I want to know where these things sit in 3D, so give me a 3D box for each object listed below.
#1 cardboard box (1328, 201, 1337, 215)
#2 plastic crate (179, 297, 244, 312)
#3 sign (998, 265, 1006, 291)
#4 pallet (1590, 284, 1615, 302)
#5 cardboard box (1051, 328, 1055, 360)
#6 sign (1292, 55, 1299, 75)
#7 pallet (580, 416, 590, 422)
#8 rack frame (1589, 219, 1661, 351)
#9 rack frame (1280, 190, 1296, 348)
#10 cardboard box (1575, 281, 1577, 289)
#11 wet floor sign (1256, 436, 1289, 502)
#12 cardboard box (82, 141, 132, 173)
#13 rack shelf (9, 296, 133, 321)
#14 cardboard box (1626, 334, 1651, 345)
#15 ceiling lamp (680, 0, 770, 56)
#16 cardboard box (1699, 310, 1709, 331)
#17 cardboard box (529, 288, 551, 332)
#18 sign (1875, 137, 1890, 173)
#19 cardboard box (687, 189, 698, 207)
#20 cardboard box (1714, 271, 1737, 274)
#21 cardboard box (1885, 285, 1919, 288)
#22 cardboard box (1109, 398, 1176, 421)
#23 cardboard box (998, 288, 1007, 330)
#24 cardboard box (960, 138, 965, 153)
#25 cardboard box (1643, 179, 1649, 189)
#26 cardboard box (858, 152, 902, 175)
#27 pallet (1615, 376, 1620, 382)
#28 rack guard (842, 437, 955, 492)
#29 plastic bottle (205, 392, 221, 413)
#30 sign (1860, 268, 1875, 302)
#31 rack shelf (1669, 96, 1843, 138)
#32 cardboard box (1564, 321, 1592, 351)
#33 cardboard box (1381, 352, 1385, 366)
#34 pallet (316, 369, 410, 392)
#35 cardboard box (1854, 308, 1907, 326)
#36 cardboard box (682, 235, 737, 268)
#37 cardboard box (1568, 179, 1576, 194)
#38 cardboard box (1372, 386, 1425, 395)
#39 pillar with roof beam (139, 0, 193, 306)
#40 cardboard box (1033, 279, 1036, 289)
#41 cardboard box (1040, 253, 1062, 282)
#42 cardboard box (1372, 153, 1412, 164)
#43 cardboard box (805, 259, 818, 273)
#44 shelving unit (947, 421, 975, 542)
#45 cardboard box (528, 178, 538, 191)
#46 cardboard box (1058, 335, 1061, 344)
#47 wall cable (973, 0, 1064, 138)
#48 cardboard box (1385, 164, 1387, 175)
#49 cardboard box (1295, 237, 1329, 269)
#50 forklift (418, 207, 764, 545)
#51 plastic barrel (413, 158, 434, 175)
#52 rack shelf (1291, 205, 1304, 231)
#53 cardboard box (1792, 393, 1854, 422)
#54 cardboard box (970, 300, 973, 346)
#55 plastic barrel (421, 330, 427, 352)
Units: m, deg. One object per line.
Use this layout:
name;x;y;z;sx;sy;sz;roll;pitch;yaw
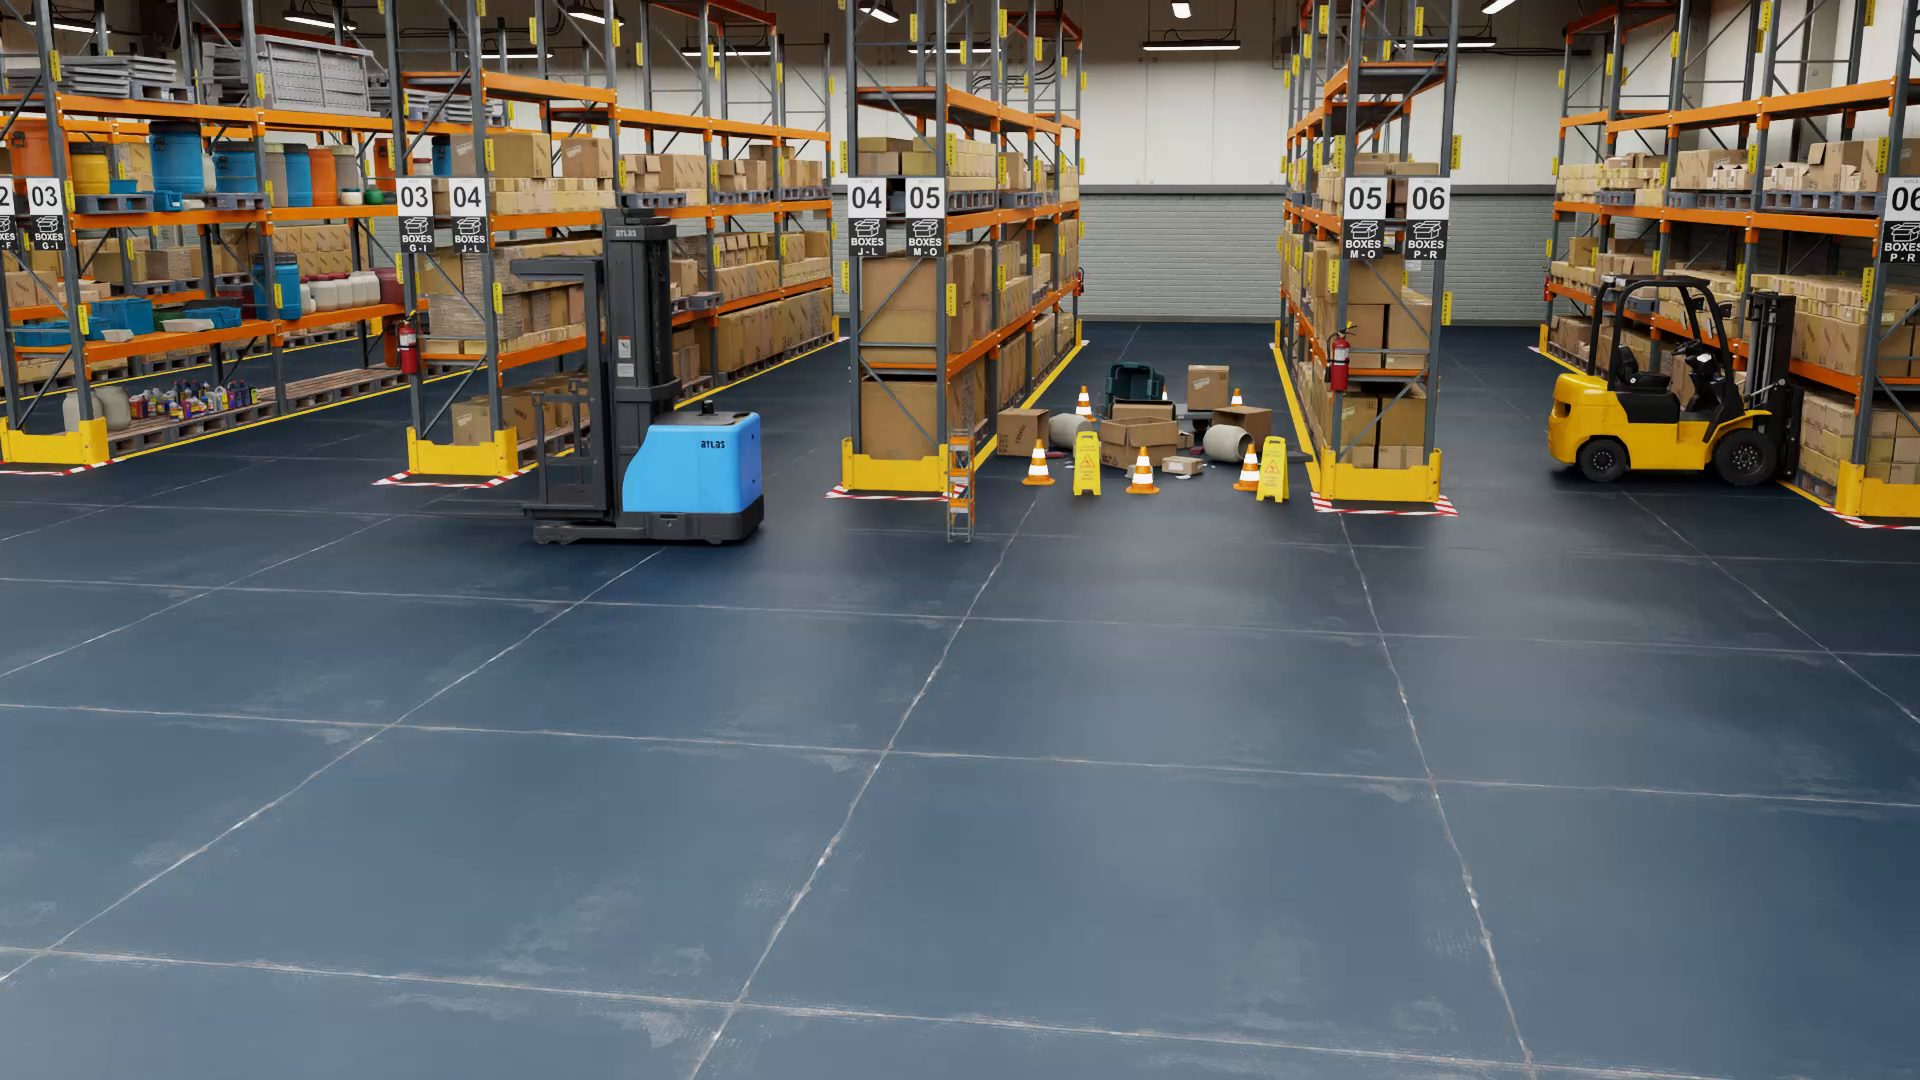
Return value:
cardboard box;4.237;-3.632;18.202;0.380;0.149;0.250;2;12;8
plastic crate;-10.010;-3.063;22.233;0.767;0.338;0.504;2;12;9
sign;0.524;-3.300;20.944;0.100;0.325;0.005;2;12;9
pallet;10.787;-3.965;26.728;1.003;0.211;1.213;2;12;9
cardboard box;1.341;-3.342;28.319;0.500;0.500;0.500;2;12;8
sign;5.568;-7.872;27.566;0.100;0.325;0.005;2;12;9
pallet;-4.978;-1.534;21.608;1.003;0.211;1.213;2;12;9
rack frame;11.018;-4.222;27.463;1.000;3.000;0.127;2;12;9
rack frame;6.728;-5.215;32.070;1.000;3.000;0.127;2;12;9
cardboard box;11.072;-4.494;29.323;0.380;0.149;0.250;2;12;9
wet floor sign;3.180;-0.728;16.840;0.267;0.644;0.232;7;14;28
cardboard box;-14.009;-6.287;27.314;0.500;0.500;0.500;2;12;9
rack shelf;-14.390;-3.424;25.469;1.077;0.370;4.000;2;12;9
cardboard box;10.460;-3.076;25.542;0.380;0.149;0.250;1;12;6
ceiling lamp;-5.057;-11.959;35.271;2.000;3.185;0.800;2;12;9
cardboard box;9.785;-2.804;21.239;0.500;0.250;0.500;2;12;9
cardboard box;-5.336;-2.723;19.567;0.875;0.500;0.500;2;12;9
sign;8.638;-3.605;15.566;0.100;0.325;0.005;2;12;9
cardboard box;-4.189;-5.053;24.554;0.500;0.250;0.500;2;12;8
cardboard box;10.622;-3.623;22.906;0.380;0.149;0.250;2;12;10
cardboard box;9.741;-2.565;17.293;0.380;0.149;0.250;2;12;7
cardboard box;2.171;-1.372;19.845;0.797;0.637;0.503;2;12;9
cardboard box;0.322;-3.006;21.582;0.500;0.500;0.500;2;12;9
cardboard box;-0.156;-4.228;17.841;0.380;0.149;0.250;2;12;9
cardboard box;10.443;-5.326;24.875;0.380;0.149;0.250;2;12;10
cardboard box;-0.841;-3.927;17.390;0.500;0.250;0.500;2;12;9
pallet;10.745;-2.433;25.784;1.003;0.211;1.213;2;12;9
rack guard;-0.644;-0.796;17.501;1.175;0.500;0.348;2;12;9
plastic bottle;-9.726;-1.797;21.635;0.152;0.276;0.135;2;12;10
sign;8.638;-2.426;15.820;0.100;0.325;0.005;2;12;9
rack shelf;10.095;-5.358;21.154;1.077;0.370;4.000;2;12;9
cardboard box;11.095;-3.630;29.654;0.500;0.500;0.500;2;12;10
cardboard box;4.548;-1.878;17.184;0.380;0.149;0.250;2;12;9
pallet;-9.346;-2.508;26.128;1.003;0.211;1.213;2;12;9
cardboard box;8.948;-2.171;16.170;0.380;0.149;0.250;2;12;9
cardboard box;-4.063;-4.697;27.049;0.797;0.503;0.637;2;12;10
cardboard box;11.146;-6.297;29.621;0.500;0.250;0.500;2;12;7
cardboard box;4.743;-1.384;18.048;0.500;0.500;0.500;1;12;7
pillar with roof beam;-13.933;-9.400;37.252;9.100;9.000;0.548;2;12;9
cardboard box;0.981;-4.026;26.154;0.380;0.149;0.250;2;12;11
cardboard box;1.531;-4.810;29.251;0.500;0.500;0.500;2;12;8
cardboard box;5.435;-4.772;21.068;0.500;0.250;0.500;2;12;7
cardboard box;-3.033;-5.287;32.054;0.500;0.250;0.500;1;12;7
shelving unit;0.008;-0.524;14.934;0.215;1.050;0.252;2;12;9
cardboard box;-5.048;-4.055;18.978;0.380;0.149;0.250;2;12;9
cardboard box;1.578;-3.543;29.379;0.380;0.149;0.250;2;12;11
wall cable;1.211;-11.106;37.532;2.277;5.999;0.120;2;12;9
cardboard box;4.788;-4.000;18.019;0.380;0.149;0.250;2;12;10
cardboard box;5.557;-4.518;26.228;0.500;0.500;0.500;2;12;8
forklift;-3.382;-1.500;14.998;3.031;2.935;1.130;1;12;5
plastic barrel;-9.065;-6.143;27.937;0.433;0.535;0.433;0;12;0
rack shelf;5.805;-5.080;26.034;1.077;0.370;4.000;2;12;9
cardboard box;9.075;-1.392;17.487;0.500;0.250;0.500;2;12;9
cardboard box;-0.314;-2.515;19.186;0.875;0.550;0.500;2;12;9
plastic barrel;-9.132;-3.243;27.829;0.421;0.512;0.421;0;12;0
